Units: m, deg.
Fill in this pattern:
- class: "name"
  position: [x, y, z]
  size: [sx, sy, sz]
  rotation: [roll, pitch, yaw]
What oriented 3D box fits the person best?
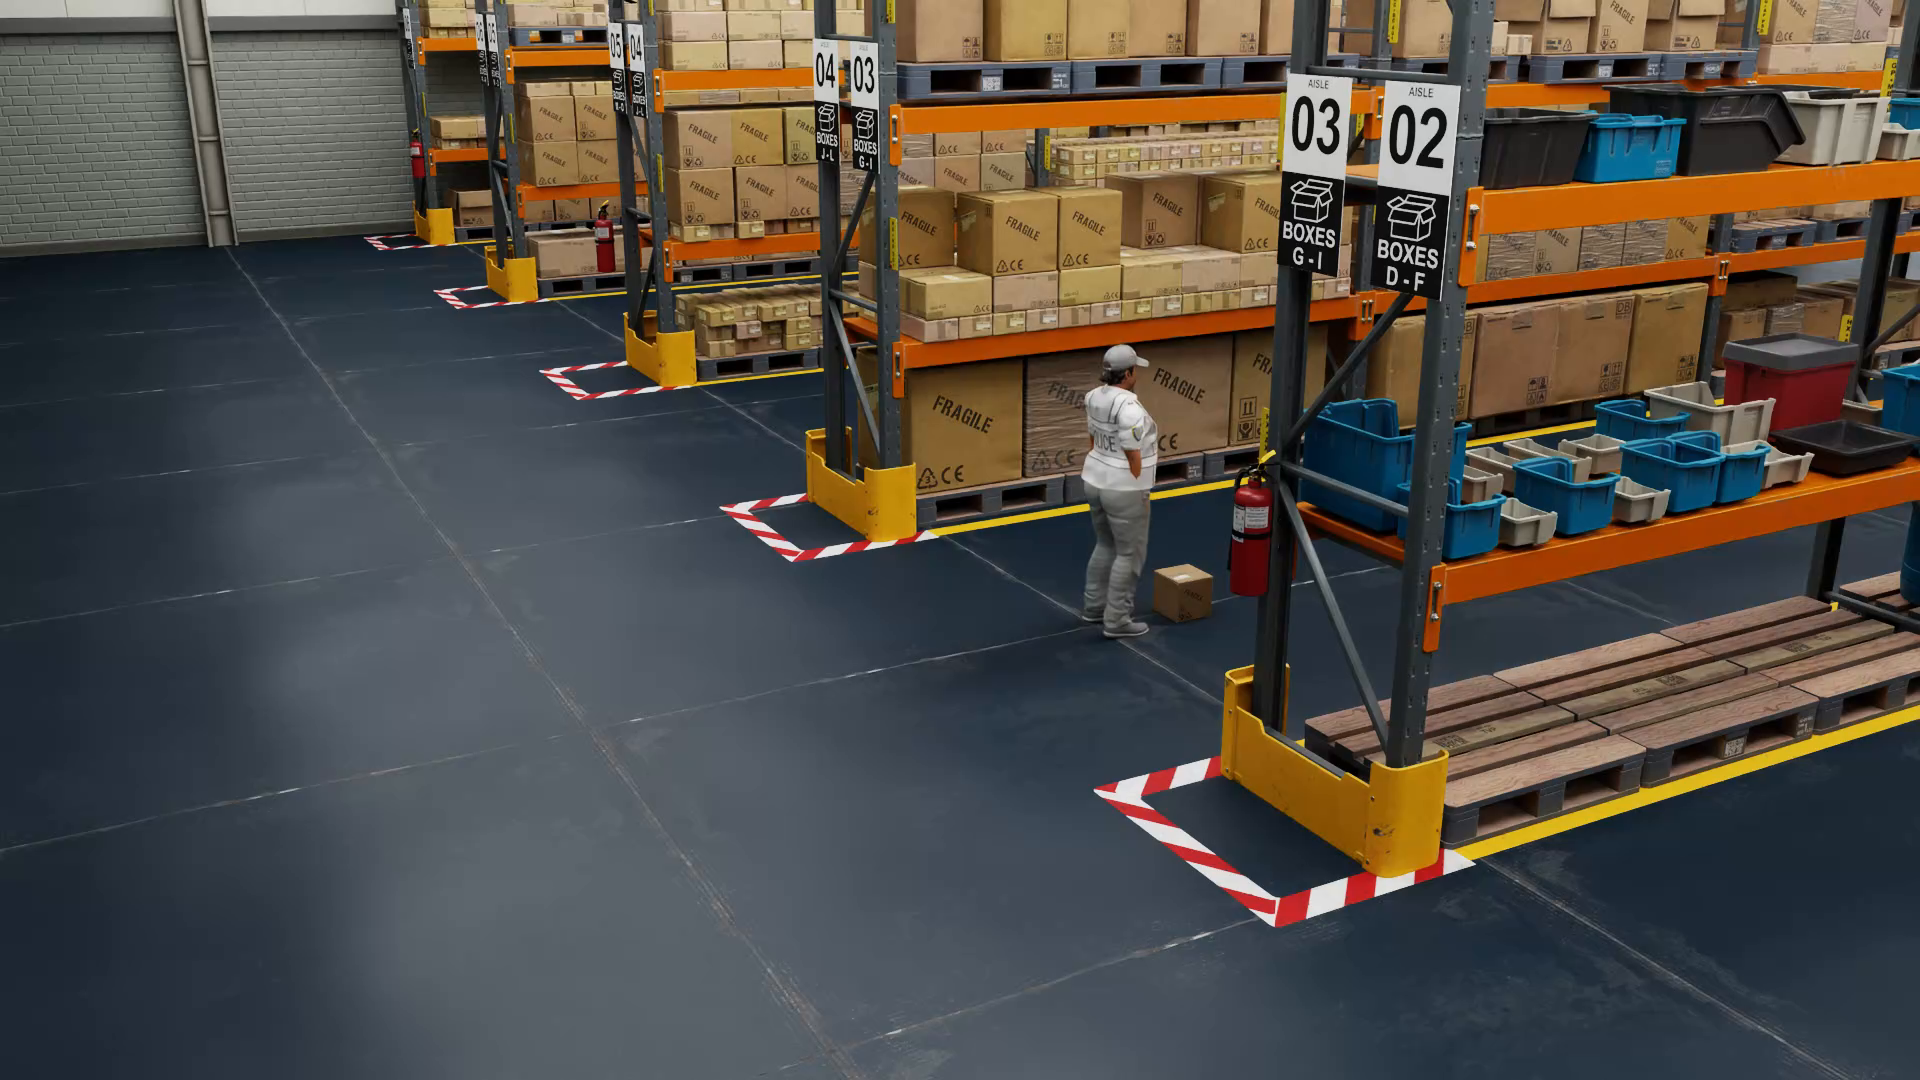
- class: "person"
  position: [0.903, -0.286, 9.426]
  size: [0.389, 1.665, 0.467]
  rotation: [-9, 21, -25]
